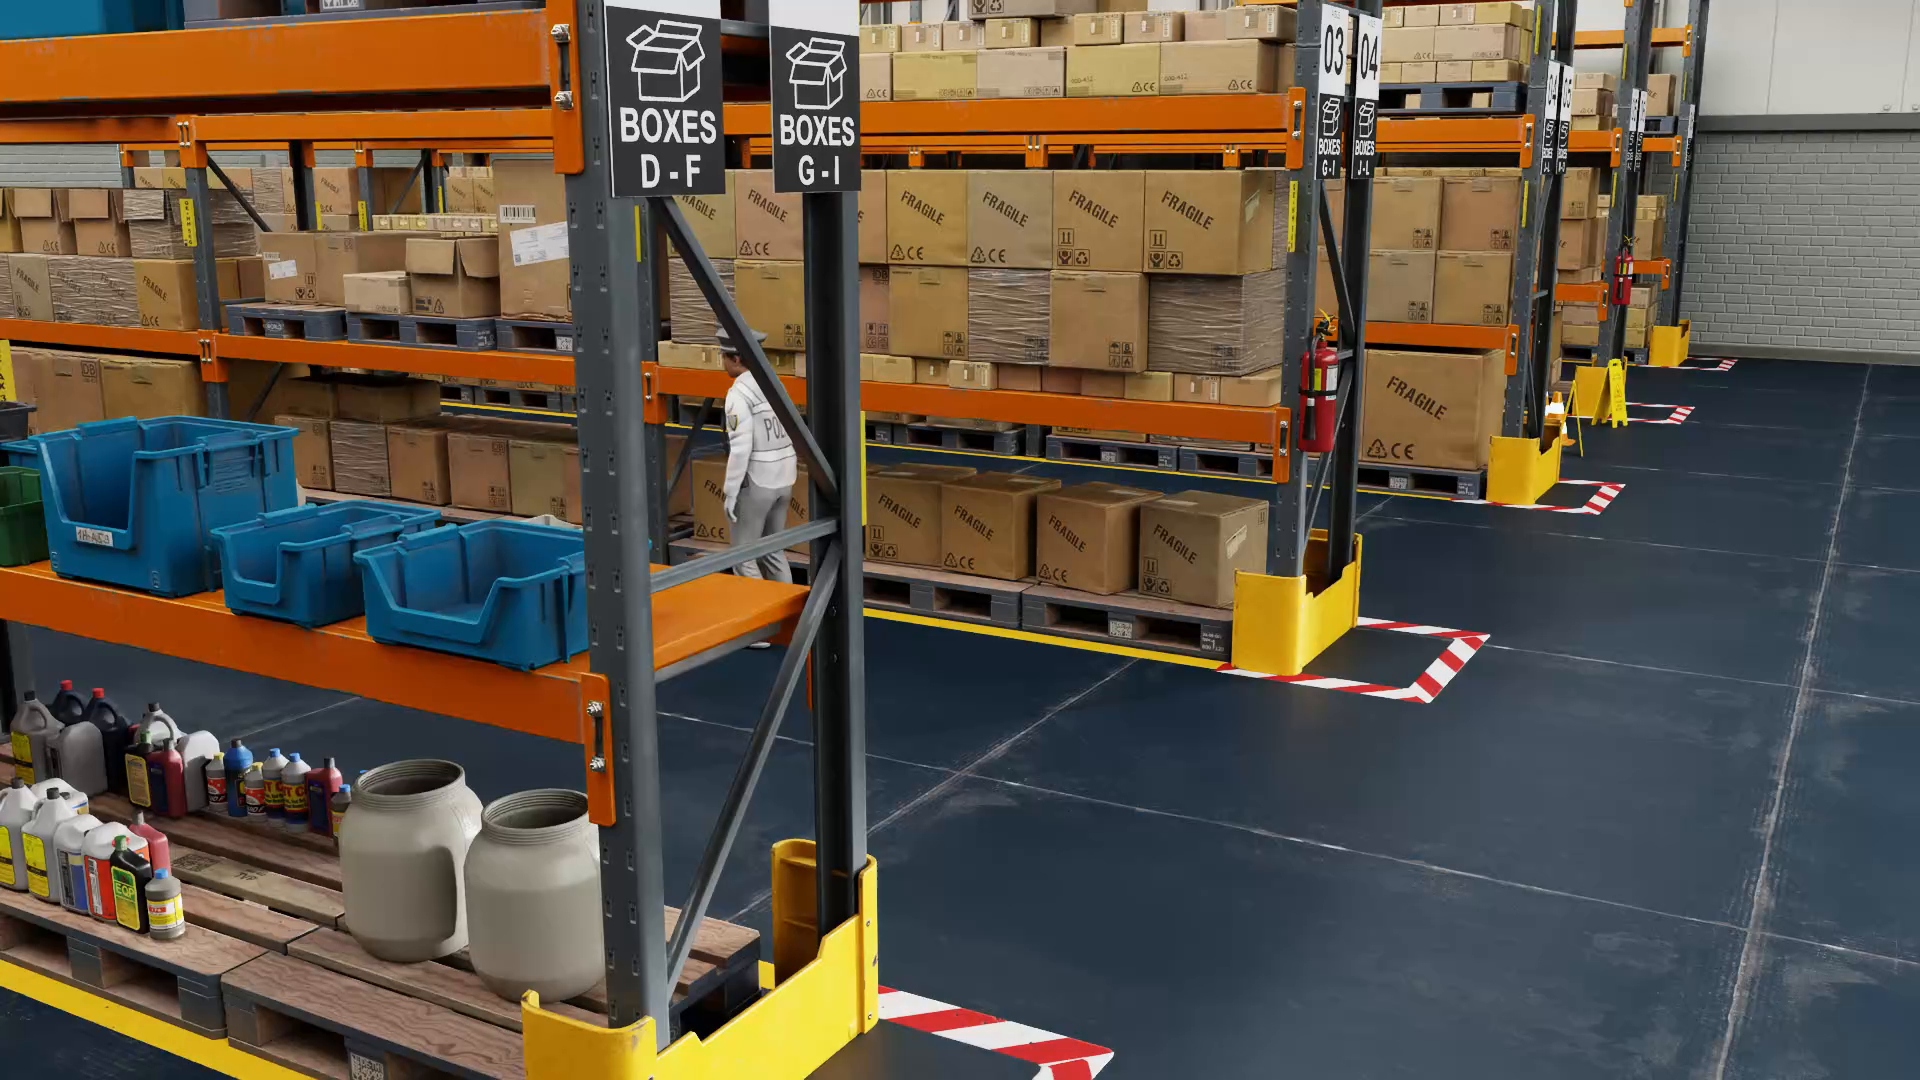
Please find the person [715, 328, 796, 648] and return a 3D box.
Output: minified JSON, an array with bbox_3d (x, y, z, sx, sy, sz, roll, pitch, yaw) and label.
[{"bbox_3d":[-1.055,-0.269,8.663,0.374,1.662,0.525,6,14,25],"label":"person"}]
